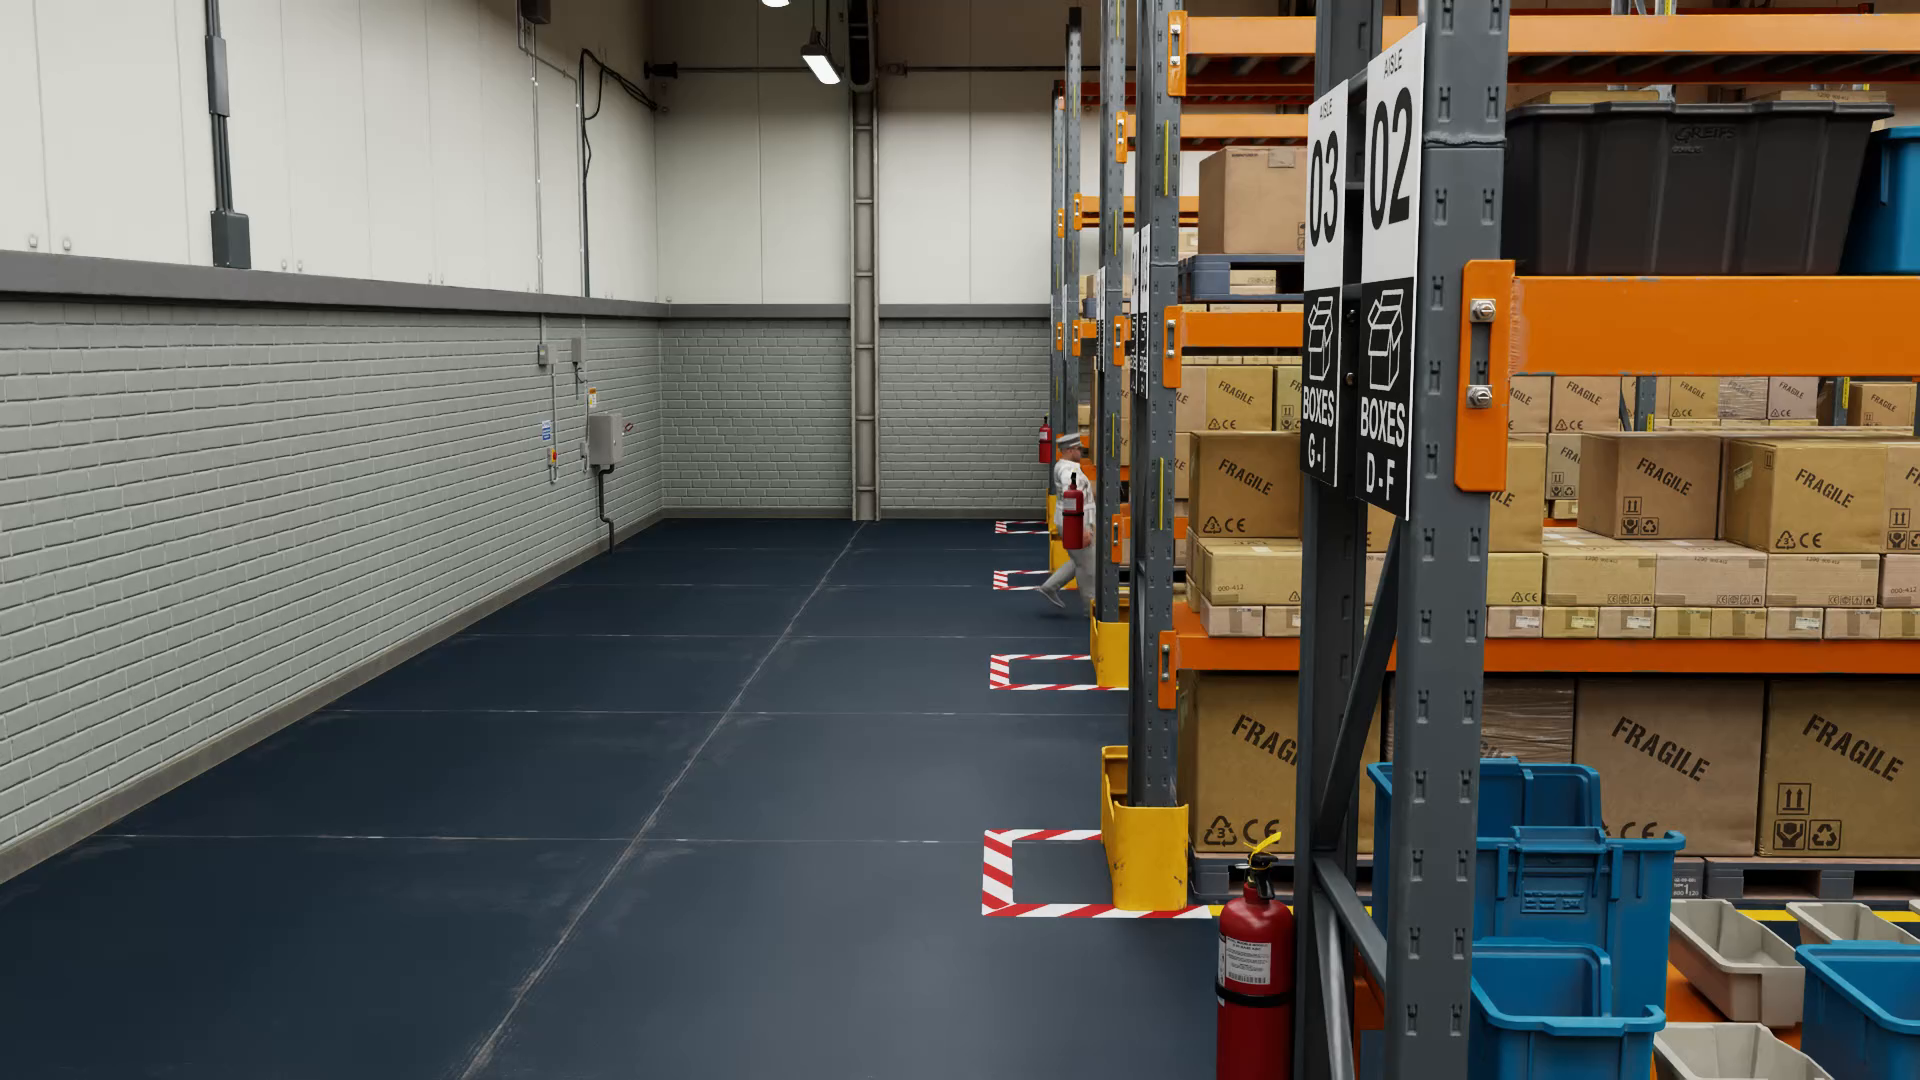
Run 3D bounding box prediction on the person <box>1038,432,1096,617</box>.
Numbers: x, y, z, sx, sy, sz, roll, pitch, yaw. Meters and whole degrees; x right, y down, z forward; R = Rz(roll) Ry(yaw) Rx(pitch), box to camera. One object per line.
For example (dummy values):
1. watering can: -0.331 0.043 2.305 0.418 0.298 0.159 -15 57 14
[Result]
1. person: 1.126 -0.147 15.801 0.742 1.743 0.551 -1 7 -5
